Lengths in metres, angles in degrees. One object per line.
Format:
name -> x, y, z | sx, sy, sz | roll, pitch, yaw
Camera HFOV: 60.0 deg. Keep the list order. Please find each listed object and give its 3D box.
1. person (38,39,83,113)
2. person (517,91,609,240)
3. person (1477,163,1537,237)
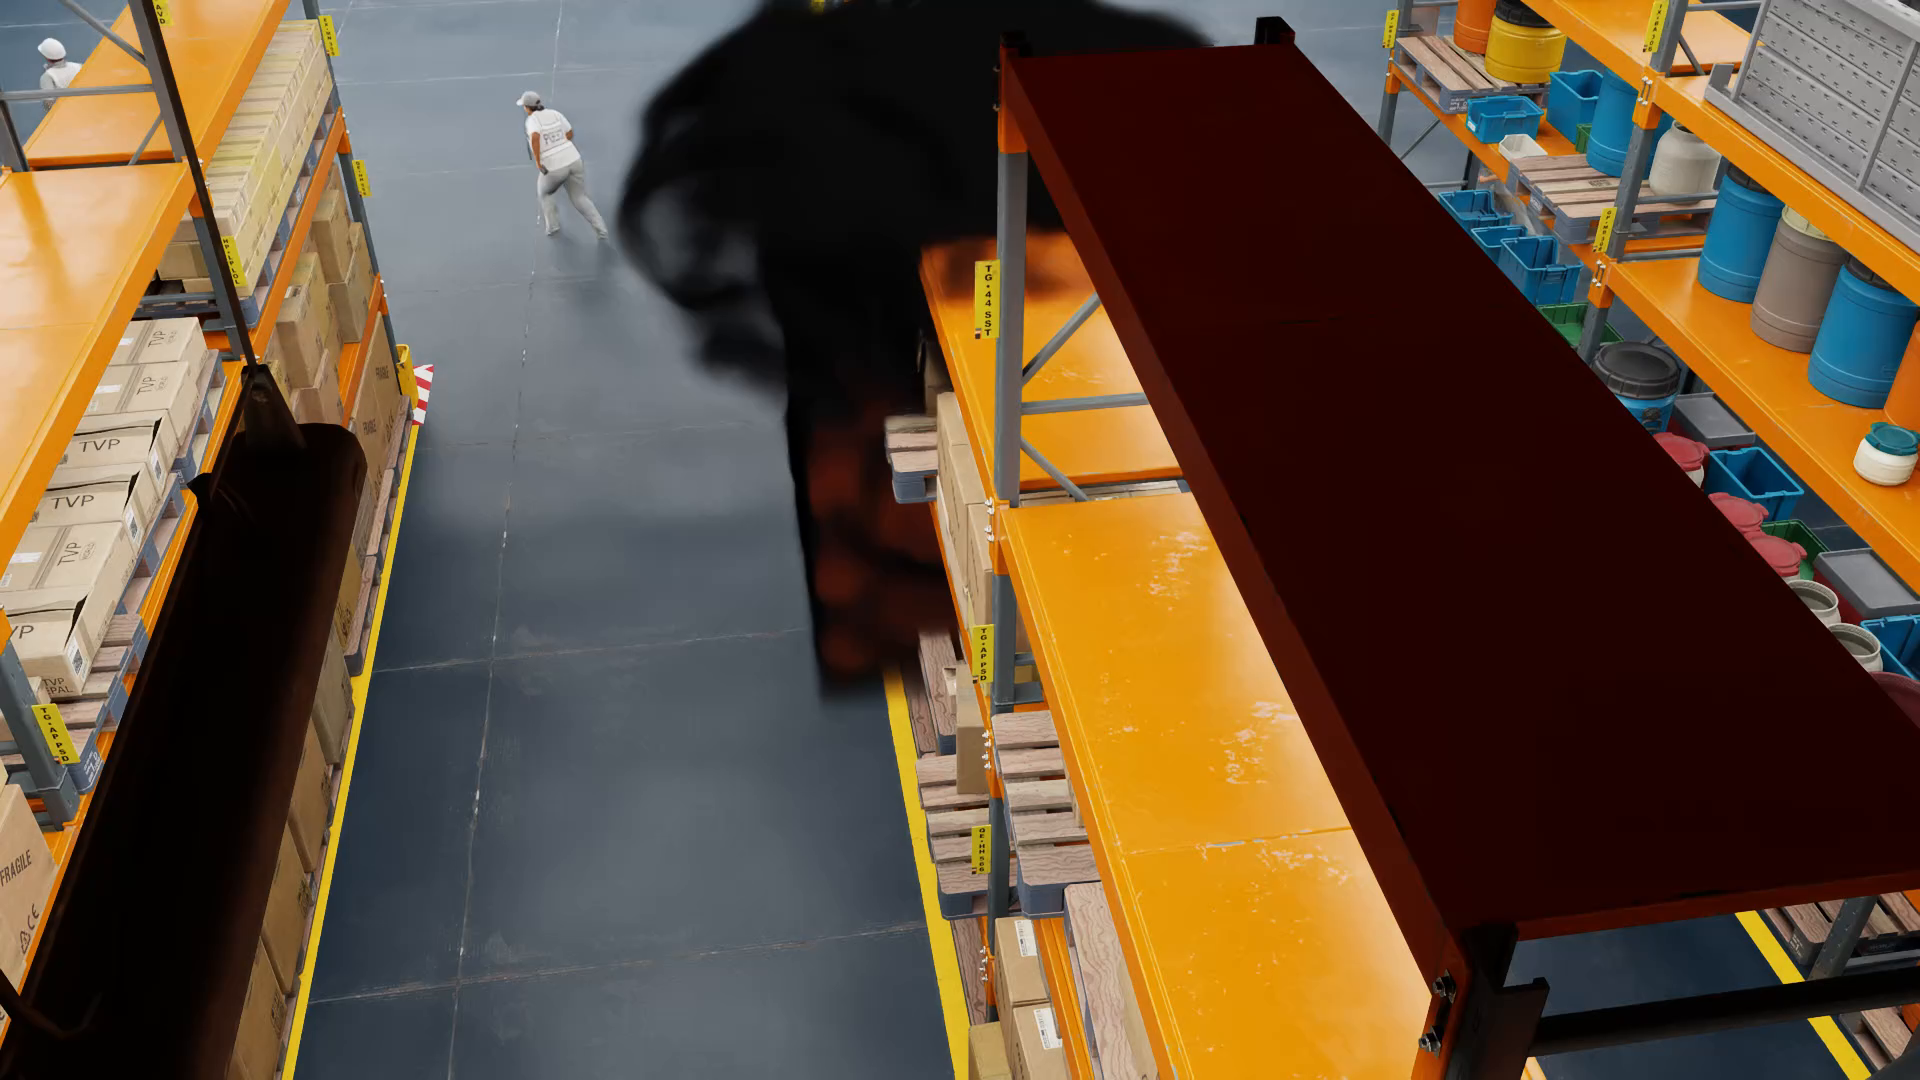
person -> -9.710, -4.647, 18.273 | 0.976, 1.773, 0.698 | 29, 45, 34
person -> -4.140, -3.816, 17.360 | 1.034, 1.627, 0.646 | 21, 41, 26
person -> 5.361, -3.379, 16.269 | 0.937, 1.649, 0.602 | 9, 37, 12
